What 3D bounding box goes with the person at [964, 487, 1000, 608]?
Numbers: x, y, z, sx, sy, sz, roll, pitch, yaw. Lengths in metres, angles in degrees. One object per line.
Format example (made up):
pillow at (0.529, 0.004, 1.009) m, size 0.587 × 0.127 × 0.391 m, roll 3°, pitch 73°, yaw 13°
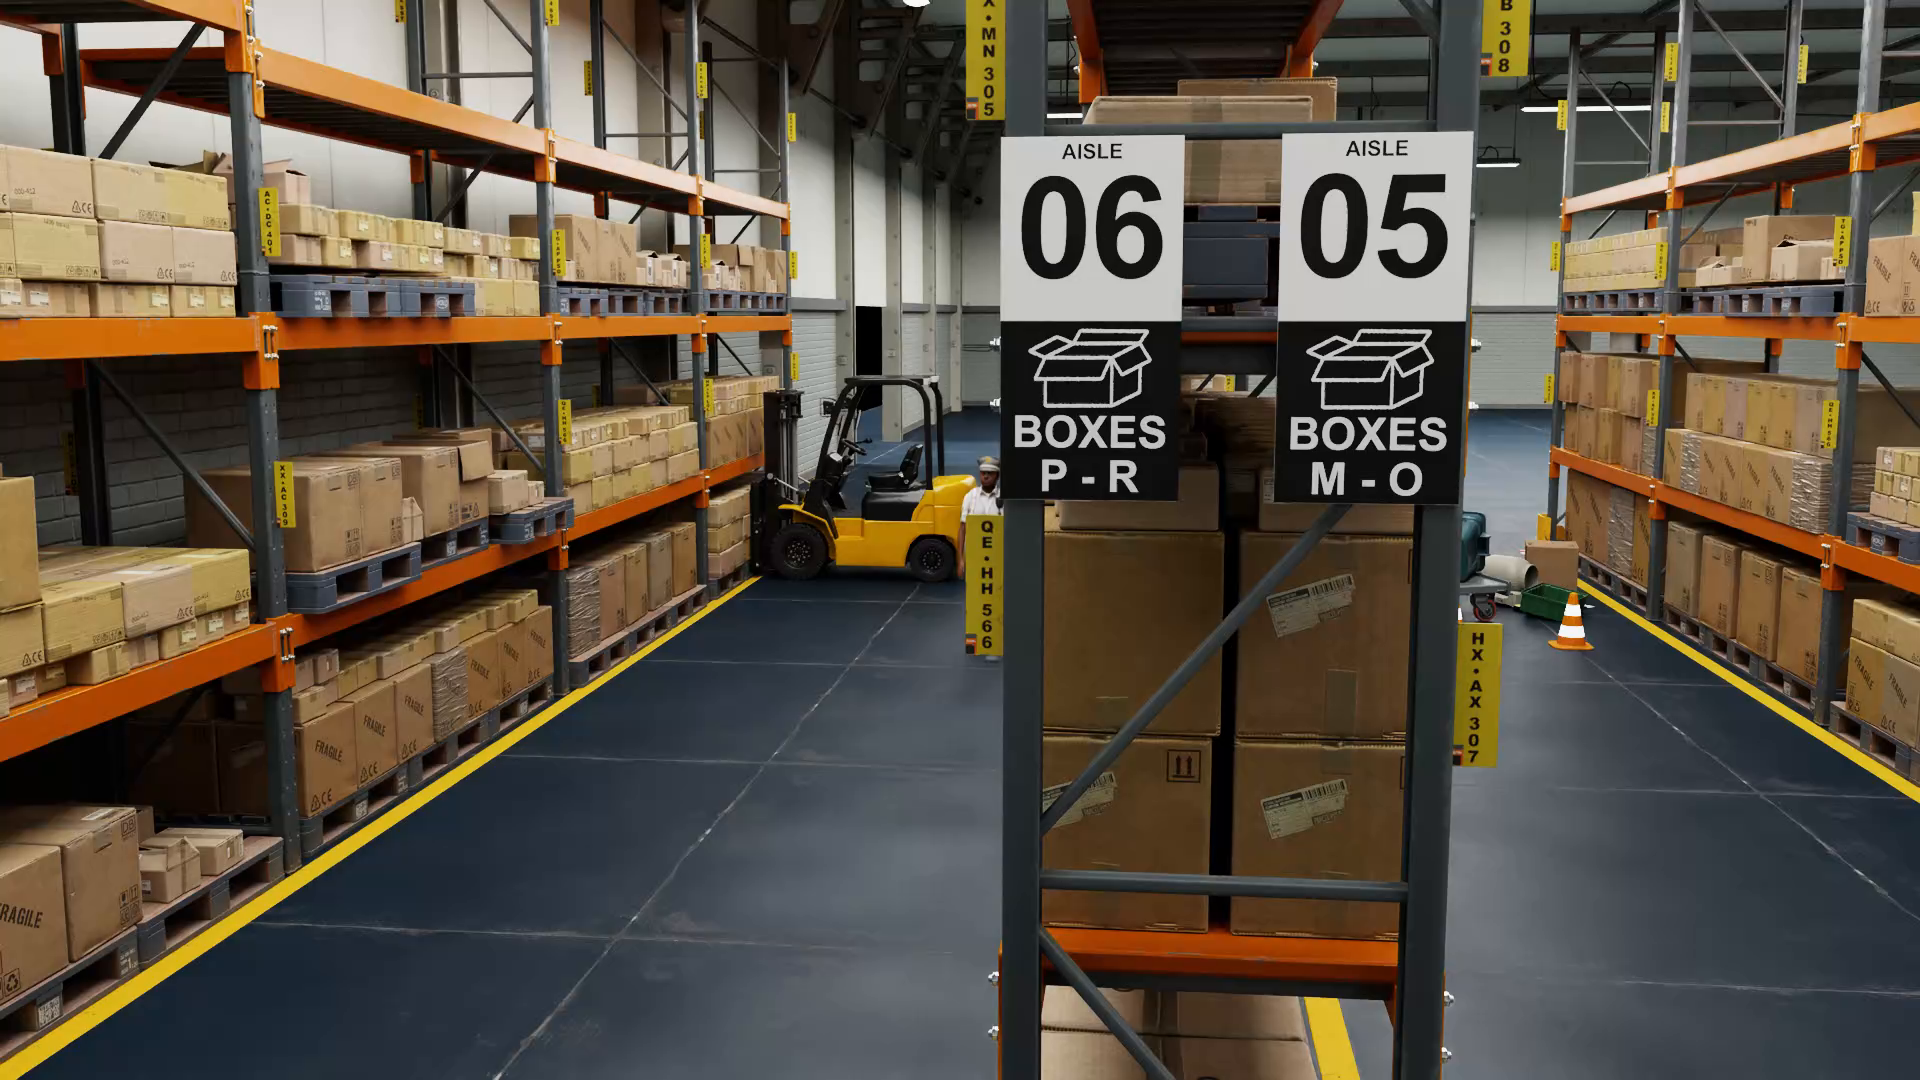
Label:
person at (0.232, 0.218, 13.787) m, size 0.383 × 1.321 × 0.680 m, roll 1°, pitch 8°, yaw 7°
